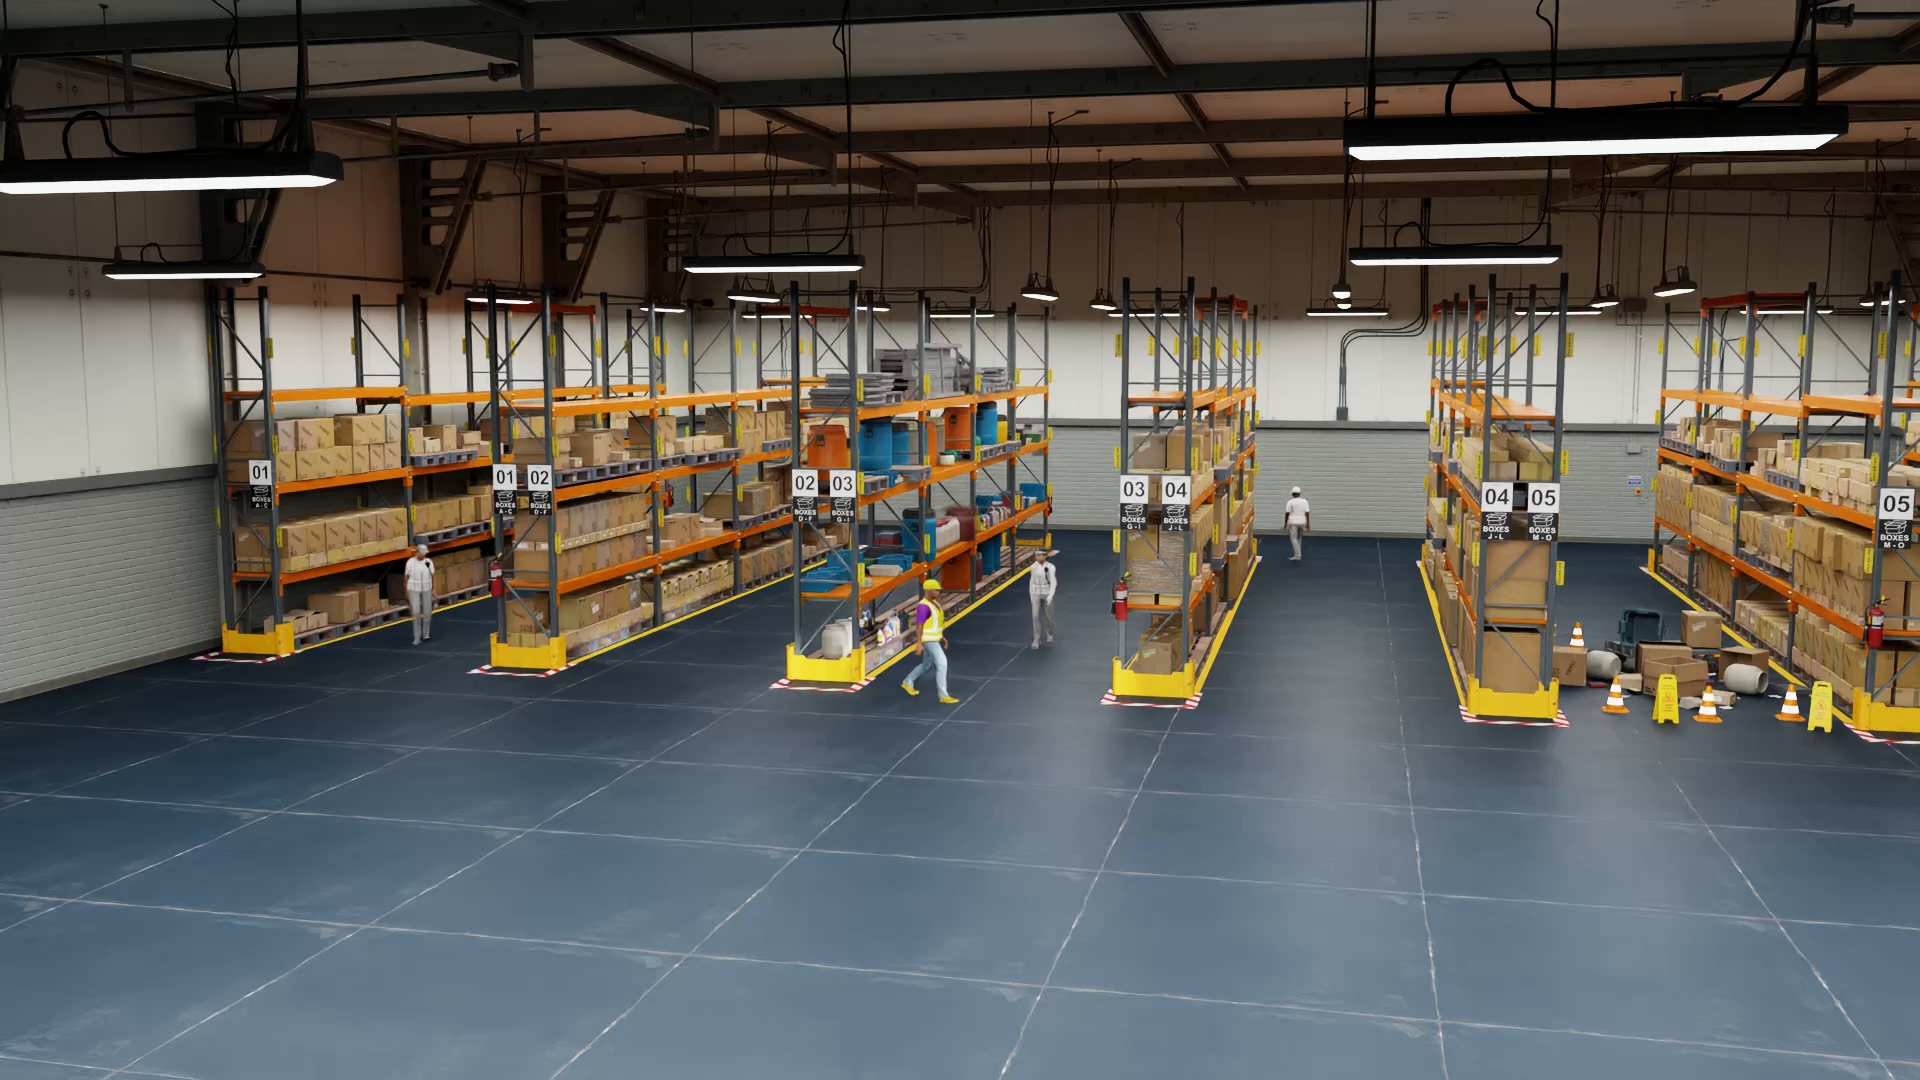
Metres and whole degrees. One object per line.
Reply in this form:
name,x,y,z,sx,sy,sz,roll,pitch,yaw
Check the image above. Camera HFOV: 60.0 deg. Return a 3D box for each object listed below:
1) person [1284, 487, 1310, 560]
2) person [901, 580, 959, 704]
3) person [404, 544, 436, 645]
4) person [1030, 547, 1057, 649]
person,7.975,-0.388,39.494,0.591,1.748,0.850,-2,7,-16
person,-0.427,1.421,23.780,0.925,1.728,0.578,1,7,11
person,-9.223,0.927,28.539,0.503,1.699,0.627,-4,8,-31
person,1.386,0.951,28.098,0.518,1.669,0.838,2,7,18
